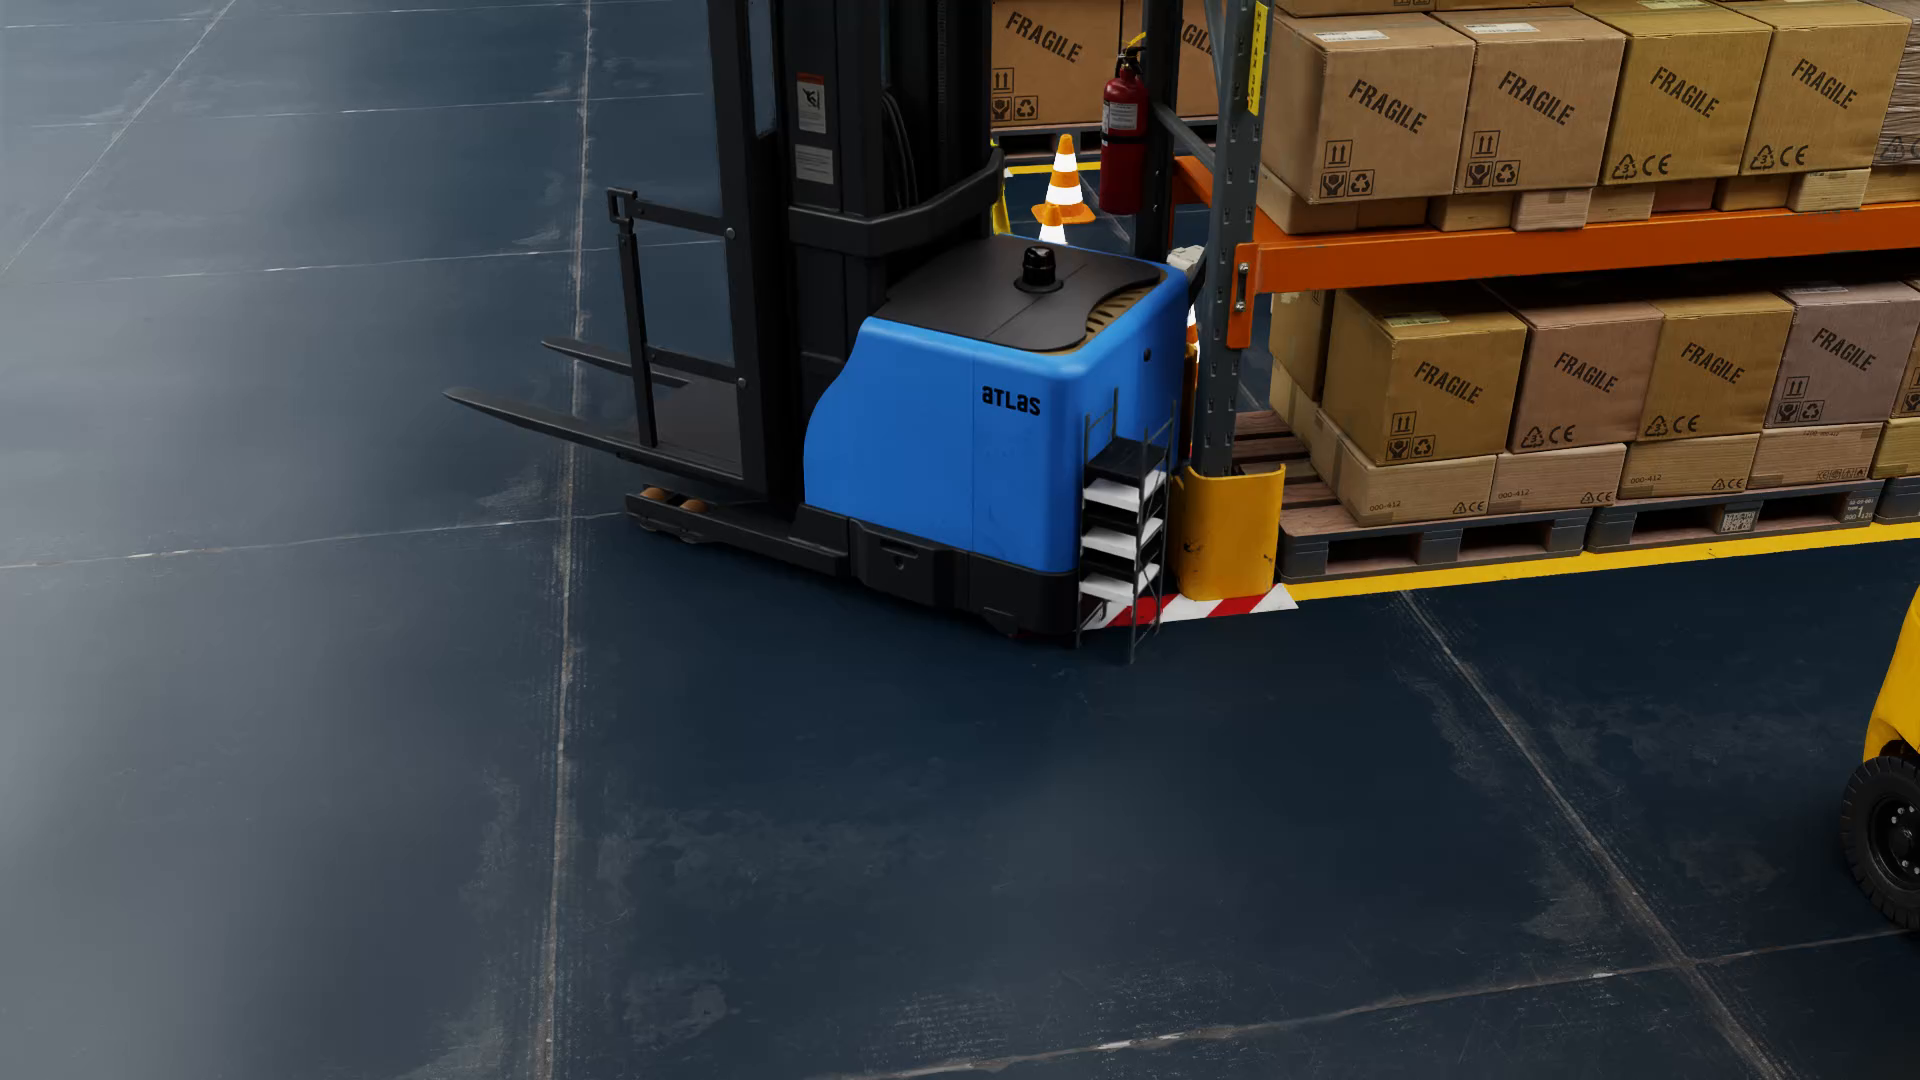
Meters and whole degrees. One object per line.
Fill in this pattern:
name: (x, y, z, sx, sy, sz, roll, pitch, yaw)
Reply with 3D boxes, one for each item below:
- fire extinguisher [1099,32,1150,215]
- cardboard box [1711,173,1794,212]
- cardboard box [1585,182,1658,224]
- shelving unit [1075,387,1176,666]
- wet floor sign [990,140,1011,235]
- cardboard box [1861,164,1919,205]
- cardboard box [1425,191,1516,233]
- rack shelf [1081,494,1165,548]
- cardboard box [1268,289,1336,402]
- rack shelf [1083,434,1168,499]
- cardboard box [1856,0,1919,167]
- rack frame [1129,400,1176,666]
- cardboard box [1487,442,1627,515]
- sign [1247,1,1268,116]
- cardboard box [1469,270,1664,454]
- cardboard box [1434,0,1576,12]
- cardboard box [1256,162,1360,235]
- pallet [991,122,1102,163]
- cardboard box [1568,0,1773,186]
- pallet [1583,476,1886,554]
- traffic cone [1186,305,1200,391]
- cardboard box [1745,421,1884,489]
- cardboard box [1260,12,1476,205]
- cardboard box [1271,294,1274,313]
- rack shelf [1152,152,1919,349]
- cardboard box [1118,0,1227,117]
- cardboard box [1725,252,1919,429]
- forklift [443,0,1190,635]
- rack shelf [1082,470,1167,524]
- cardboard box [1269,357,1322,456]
fire extinguisher: (0.612, -1.552, 6.149, 0.183, 0.674, 0.296, -5, 31, -9)
cardboard box: (2.720, -1.304, 5.897, 0.250, 0.149, 0.380, -6, 31, -10)
cardboard box: (2.206, -1.240, 5.790, 0.250, 0.149, 0.380, -5, 31, -8)
shelving unit: (0.550, -0.039, 5.569, 0.210, 0.900, 0.258, 16, 34, 25)
wet floor sign: (0.144, -1.820, 8.851, 0.232, 0.644, 0.267, -11, 32, -17)
cardboard box: (3.225, -1.339, 5.957, 0.250, 0.149, 0.380, -6, 31, -10)
cardboard box: (1.700, -1.200, 5.721, 0.250, 0.149, 0.380, -6, 31, -11)
rack shelf: (0.550, -0.087, 5.541, 0.200, 0.077, 0.258, 16, 34, 25)
cardboard box: (1.548, -0.888, 6.502, 0.500, 0.500, 0.500, -5, 31, -9)
rack shelf: (0.550, -0.243, 5.449, 0.200, 0.077, 0.258, 16, 34, 25)
cardboard box: (3.335, -1.638, 5.826, 0.500, 0.500, 0.500, -4, 31, -8)
rack frame: (0.638, -0.013, 5.526, 0.006, 0.900, 0.240, 16, 34, 25)
cardboard box: (2.154, -0.341, 6.310, 0.500, 0.250, 0.500, -4, 31, -7)
sign: (0.905, -1.469, 5.076, 0.005, 0.325, 0.100, -5, 31, -9)
cardboard box: (2.187, -0.673, 6.136, 0.500, 0.500, 0.500, -6, 31, -11)
cardboard box: (1.770, -2.167, 5.738, 0.500, 0.500, 0.700, -5, 31, -8)
cardboard box: (1.179, -1.186, 5.697, 0.250, 0.149, 0.380, -5, 31, -9)
pallet: (0.589, -2.735, 10.835, 1.213, 0.211, 1.003, -5, 31, -9)
cardboard box: (2.333, -1.539, 5.657, 0.500, 0.500, 0.500, -6, 31, -10)
pallet: (2.885, -0.337, 6.757, 1.213, 0.211, 1.003, -5, 31, -9)
traffic cone: (0.998, -0.955, 7.560, 0.334, 0.463, 0.336, -5, 31, -9)
cardboard box: (3.186, -0.442, 6.482, 0.500, 0.250, 0.500, -5, 31, -8)
cardboard box: (1.323, -1.443, 5.494, 0.500, 0.500, 0.500, -6, 31, -10)
cardboard box: (1.732, -1.264, 8.395, 0.250, 0.149, 0.380, 10, 32, 17)
rack shelf: (2.774, -1.239, 6.249, 4.000, 0.370, 1.077, -5, 31, -9)
cardboard box: (1.336, -3.266, 10.669, 0.875, 0.875, 0.875, -6, 31, -10)
cardboard box: (3.206, -0.768, 6.297, 0.500, 0.500, 0.500, -4, 31, -6)
forklift: (-0.702, -1.464, 5.990, 3.031, 2.935, 1.130, 16, 34, 25)
rack shelf: (0.550, -0.165, 5.495, 0.200, 0.077, 0.258, 16, 34, 25)
cardboard box: (1.577, -0.572, 6.704, 0.500, 0.250, 0.500, -5, 31, -9)
